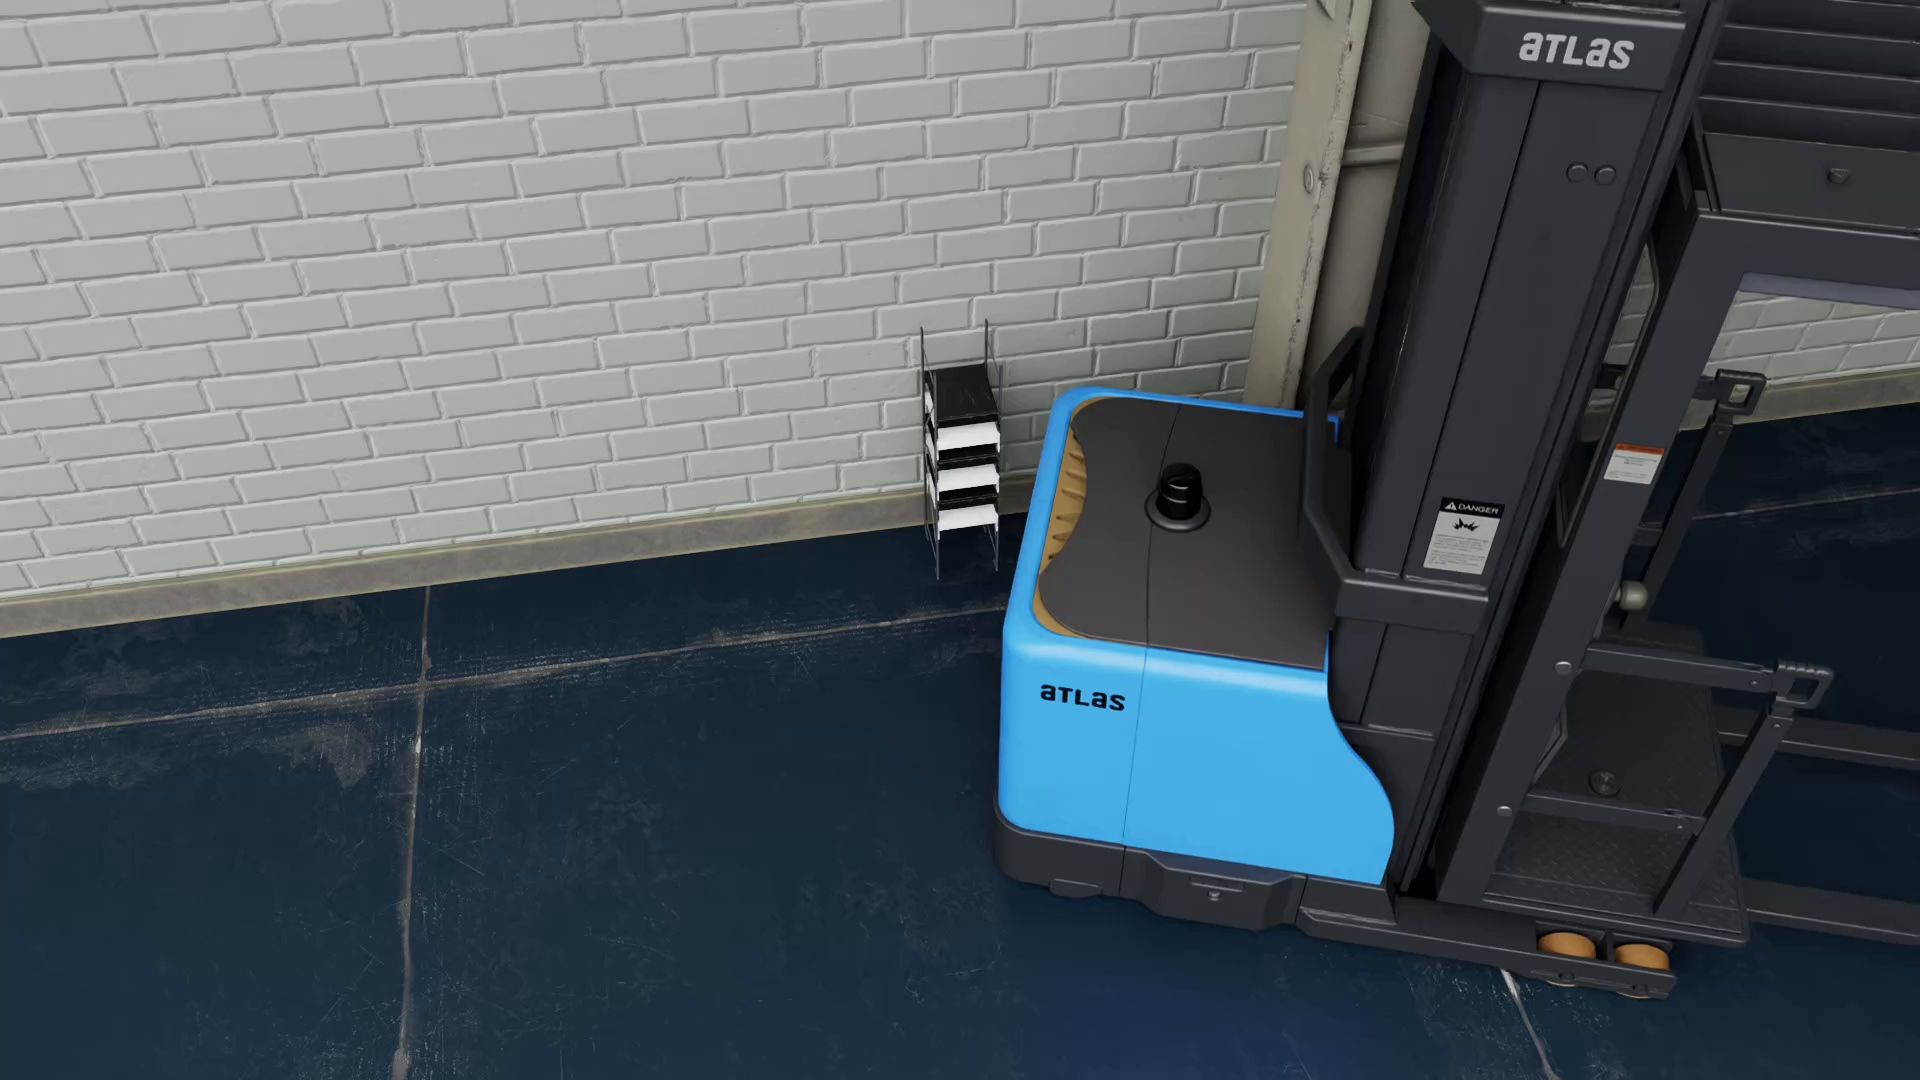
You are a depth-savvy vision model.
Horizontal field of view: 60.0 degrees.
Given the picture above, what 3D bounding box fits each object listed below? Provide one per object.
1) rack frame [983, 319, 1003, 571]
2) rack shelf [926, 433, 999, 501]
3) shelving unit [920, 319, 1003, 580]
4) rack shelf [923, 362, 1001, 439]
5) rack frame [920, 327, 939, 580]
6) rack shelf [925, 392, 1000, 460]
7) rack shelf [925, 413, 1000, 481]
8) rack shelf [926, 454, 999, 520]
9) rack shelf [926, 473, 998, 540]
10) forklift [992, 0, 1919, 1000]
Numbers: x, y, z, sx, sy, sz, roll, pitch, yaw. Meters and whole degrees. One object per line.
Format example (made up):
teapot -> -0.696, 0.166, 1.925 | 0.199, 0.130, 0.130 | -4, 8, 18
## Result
rack frame -> 0.103, -0.291, 5.405 | 0.006, 0.900, 0.240 | -8, 47, -8
rack shelf -> 0.003, -0.253, 5.415 | 0.200, 0.077, 0.258 | -8, 47, -8
shelving unit -> 0.003, -0.277, 5.391 | 0.210, 0.900, 0.258 | -8, 47, -8
rack shelf -> 0.003, -0.440, 5.221 | 0.200, 0.077, 0.258 | -8, 47, -8
rack frame -> -0.097, -0.263, 5.378 | 0.006, 0.900, 0.240 | -8, 47, -8
rack shelf -> 0.003, -0.378, 5.285 | 0.200, 0.077, 0.258 | -8, 47, -8
rack shelf -> 0.003, -0.316, 5.350 | 0.200, 0.077, 0.258 | -8, 47, -8
rack shelf -> 0.003, -0.191, 5.480 | 0.200, 0.077, 0.258 | -8, 47, -8
rack shelf -> 0.003, -0.129, 5.545 | 0.200, 0.077, 0.258 | -8, 47, -8
forklift -> 1.659, -0.184, 3.892 | 3.031, 2.935, 1.130 | 8, 47, 7
